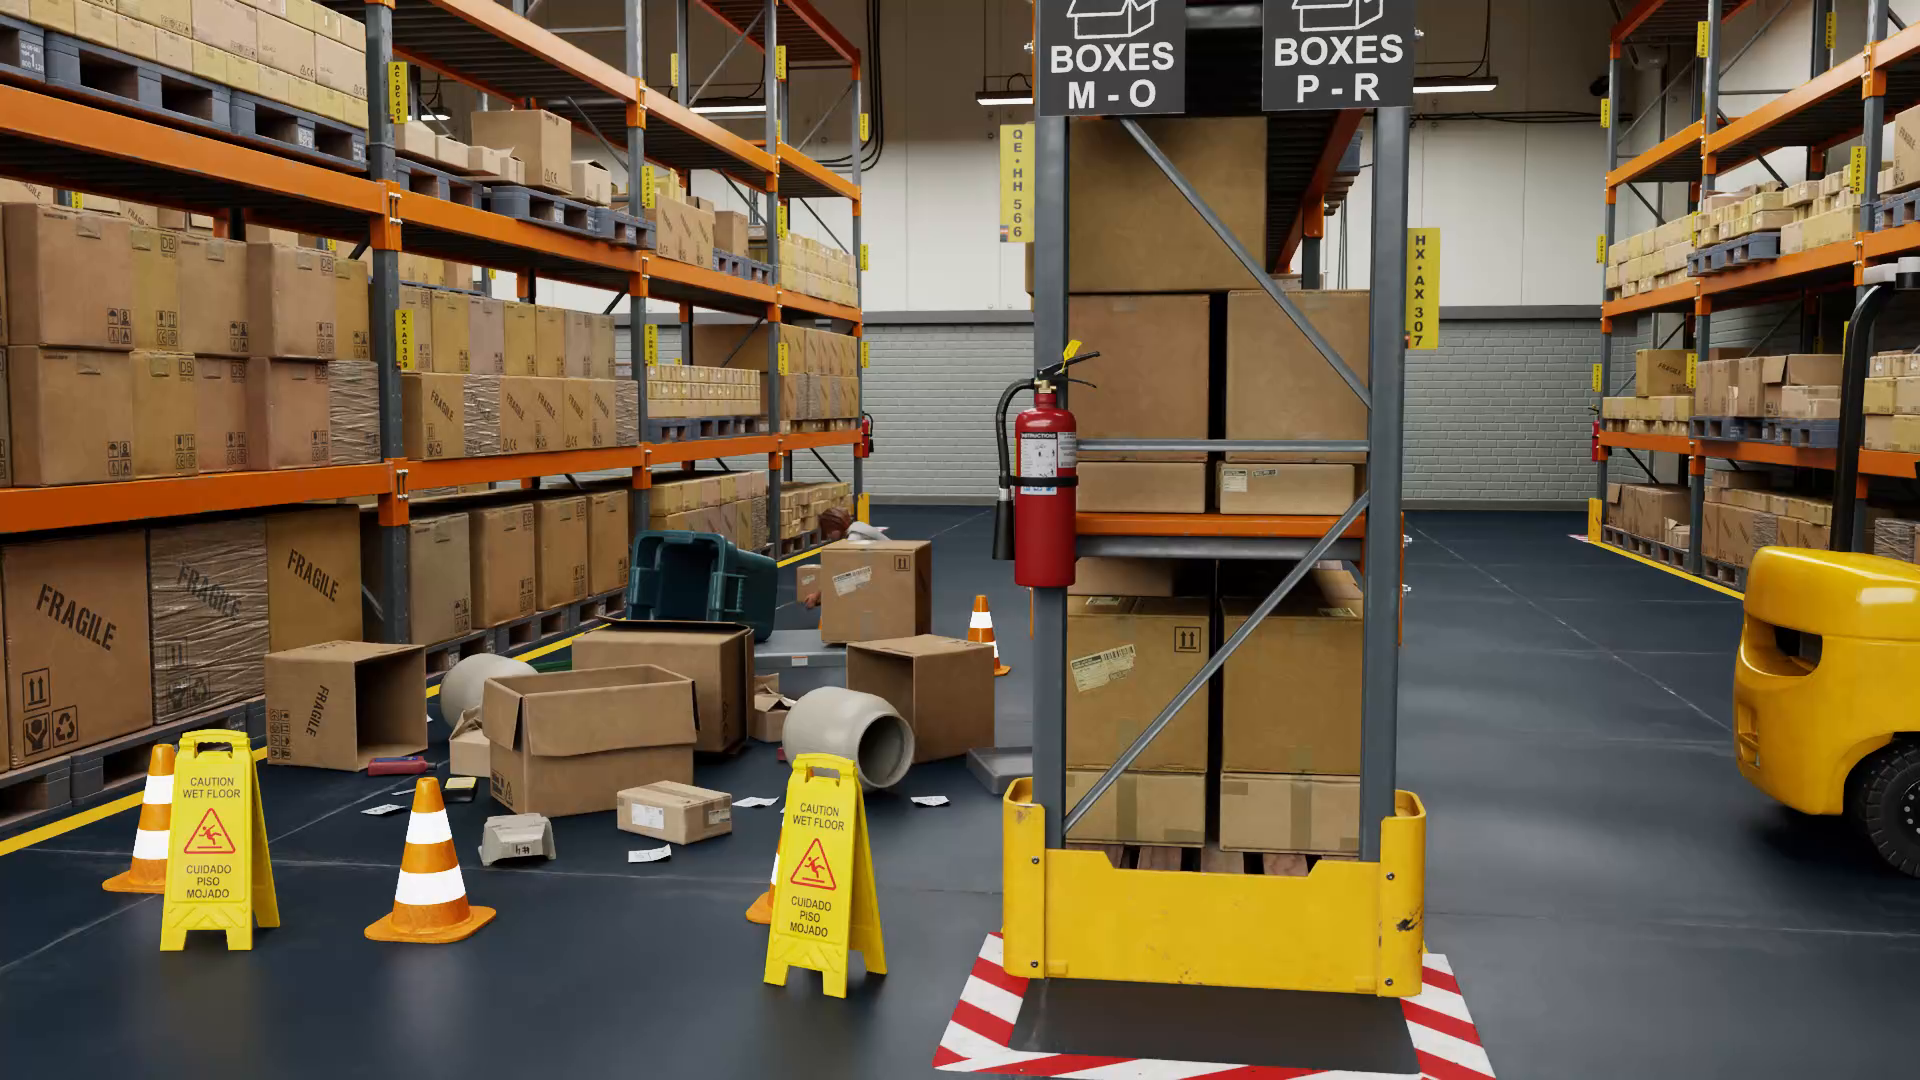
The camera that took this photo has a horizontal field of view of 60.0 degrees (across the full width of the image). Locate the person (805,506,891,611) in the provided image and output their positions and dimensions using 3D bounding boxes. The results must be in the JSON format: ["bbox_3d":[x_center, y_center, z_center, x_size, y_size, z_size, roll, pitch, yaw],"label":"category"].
[{"bbox_3d":[-0.696,0.205,11.990,0.815,0.894,0.446,1,5,8],"label":"person"}]
